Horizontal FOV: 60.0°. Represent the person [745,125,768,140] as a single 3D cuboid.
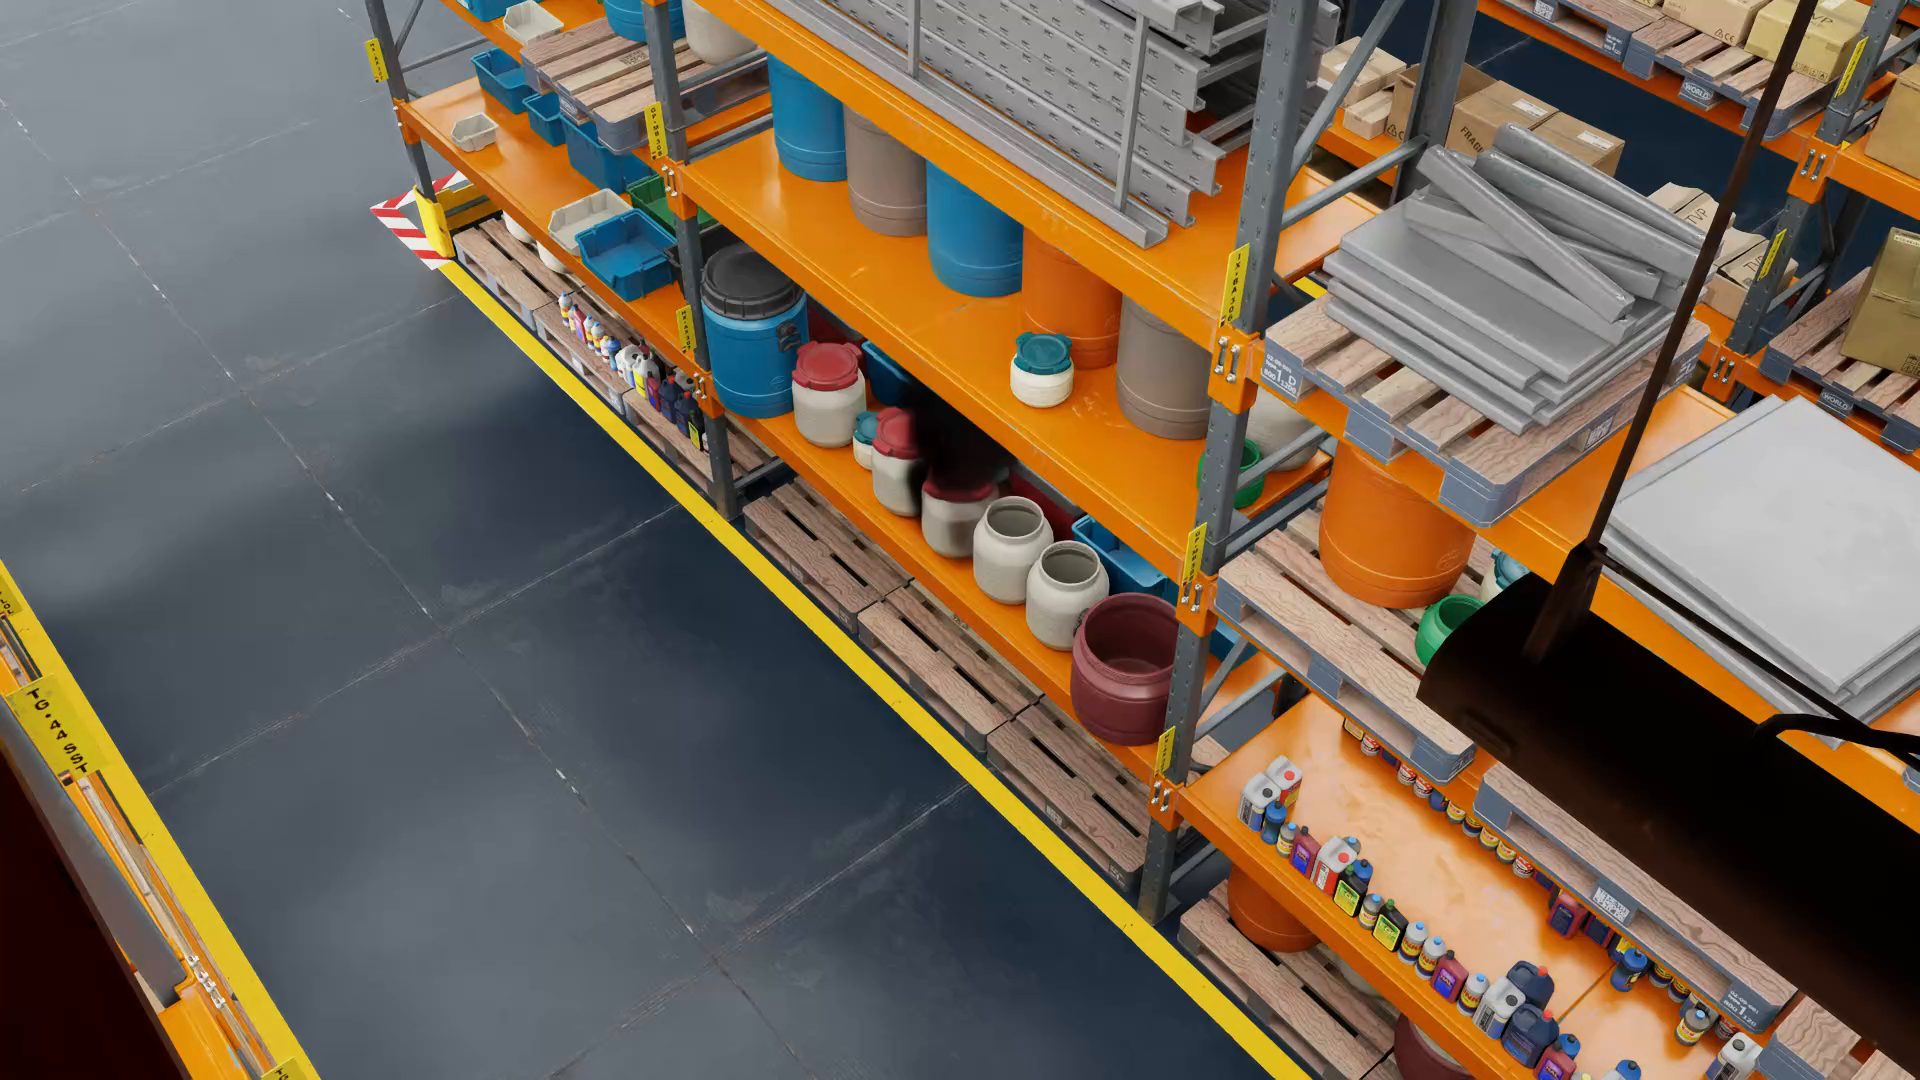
[{"bbox_3d":[-1.571,-3.534,13.008,0.815,1.677,0.692,29,53,24],"label":"person"}]
